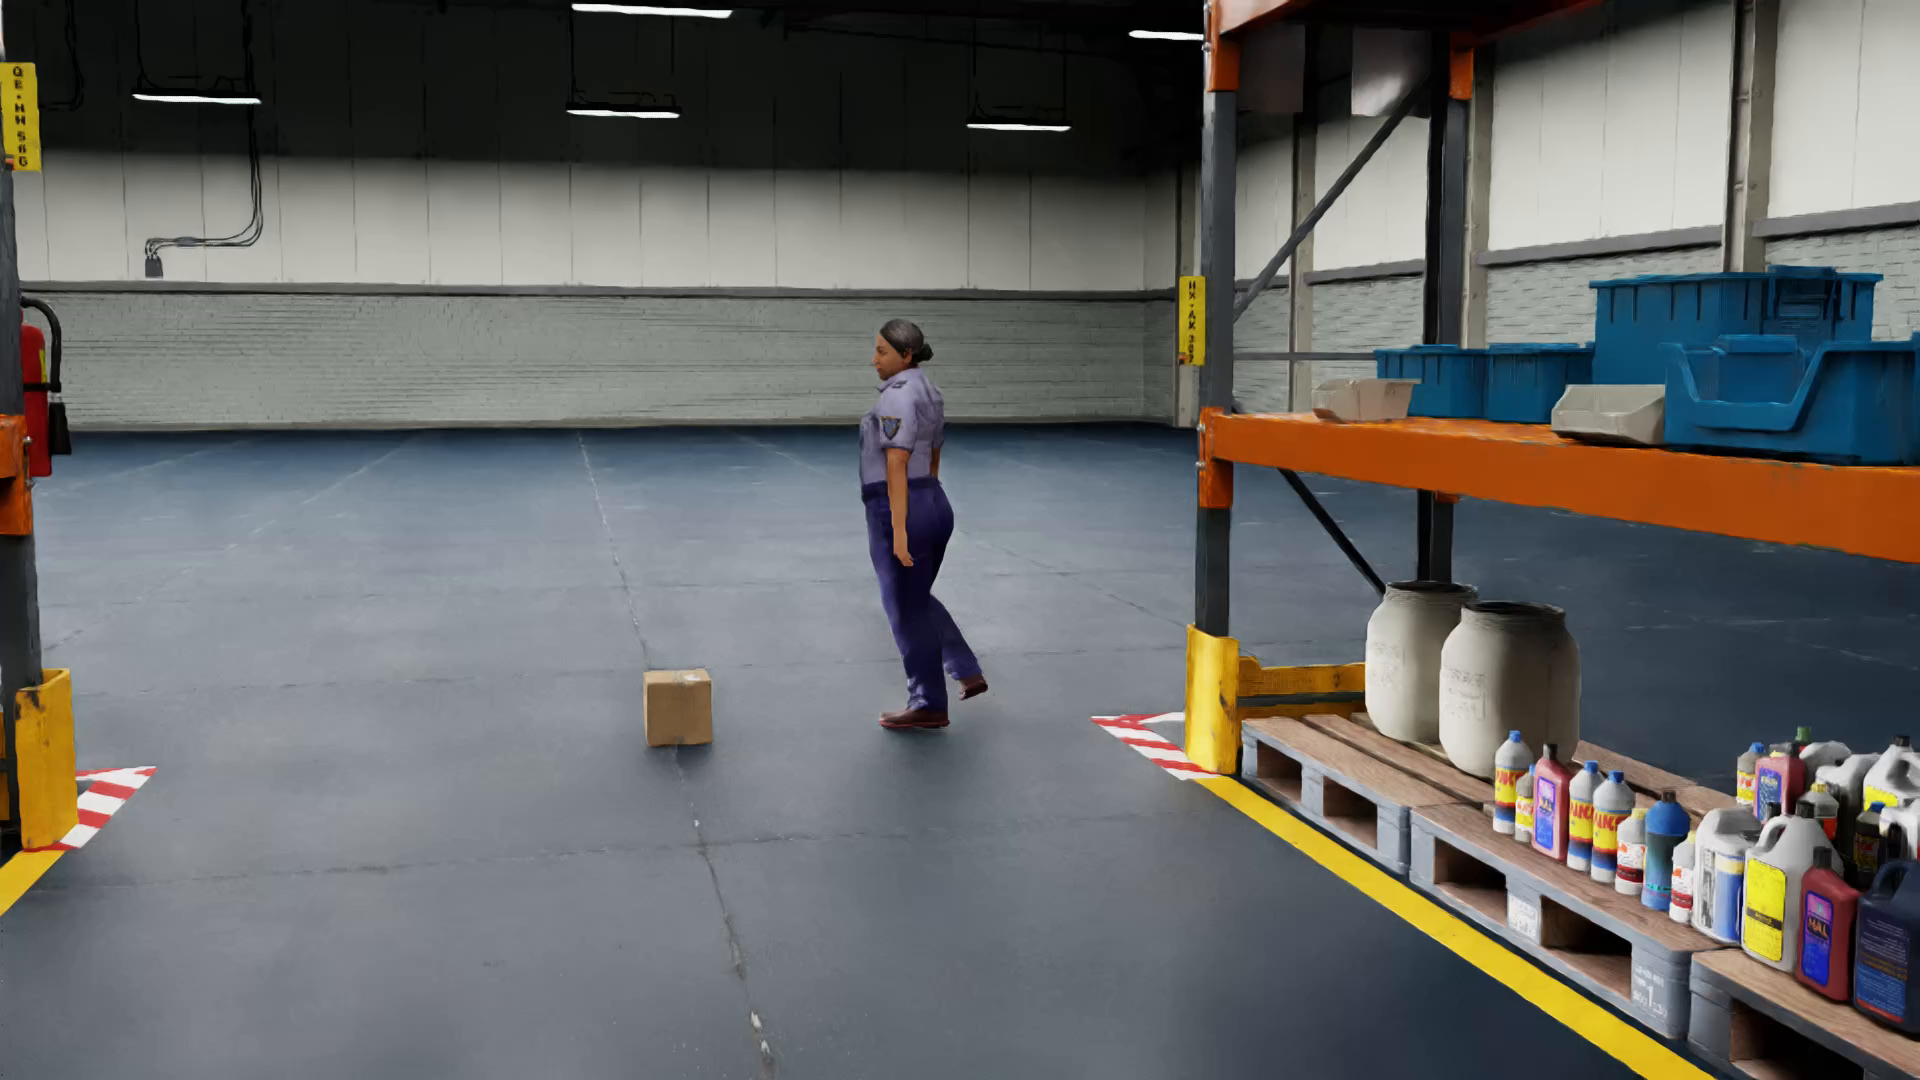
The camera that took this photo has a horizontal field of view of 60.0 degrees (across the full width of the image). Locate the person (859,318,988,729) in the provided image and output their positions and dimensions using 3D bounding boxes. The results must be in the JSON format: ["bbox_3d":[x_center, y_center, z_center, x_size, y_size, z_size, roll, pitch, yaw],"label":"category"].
[{"bbox_3d":[-0.146,-0.070,6.743,0.458,1.642,0.665,2,7,21],"label":"person"}]
